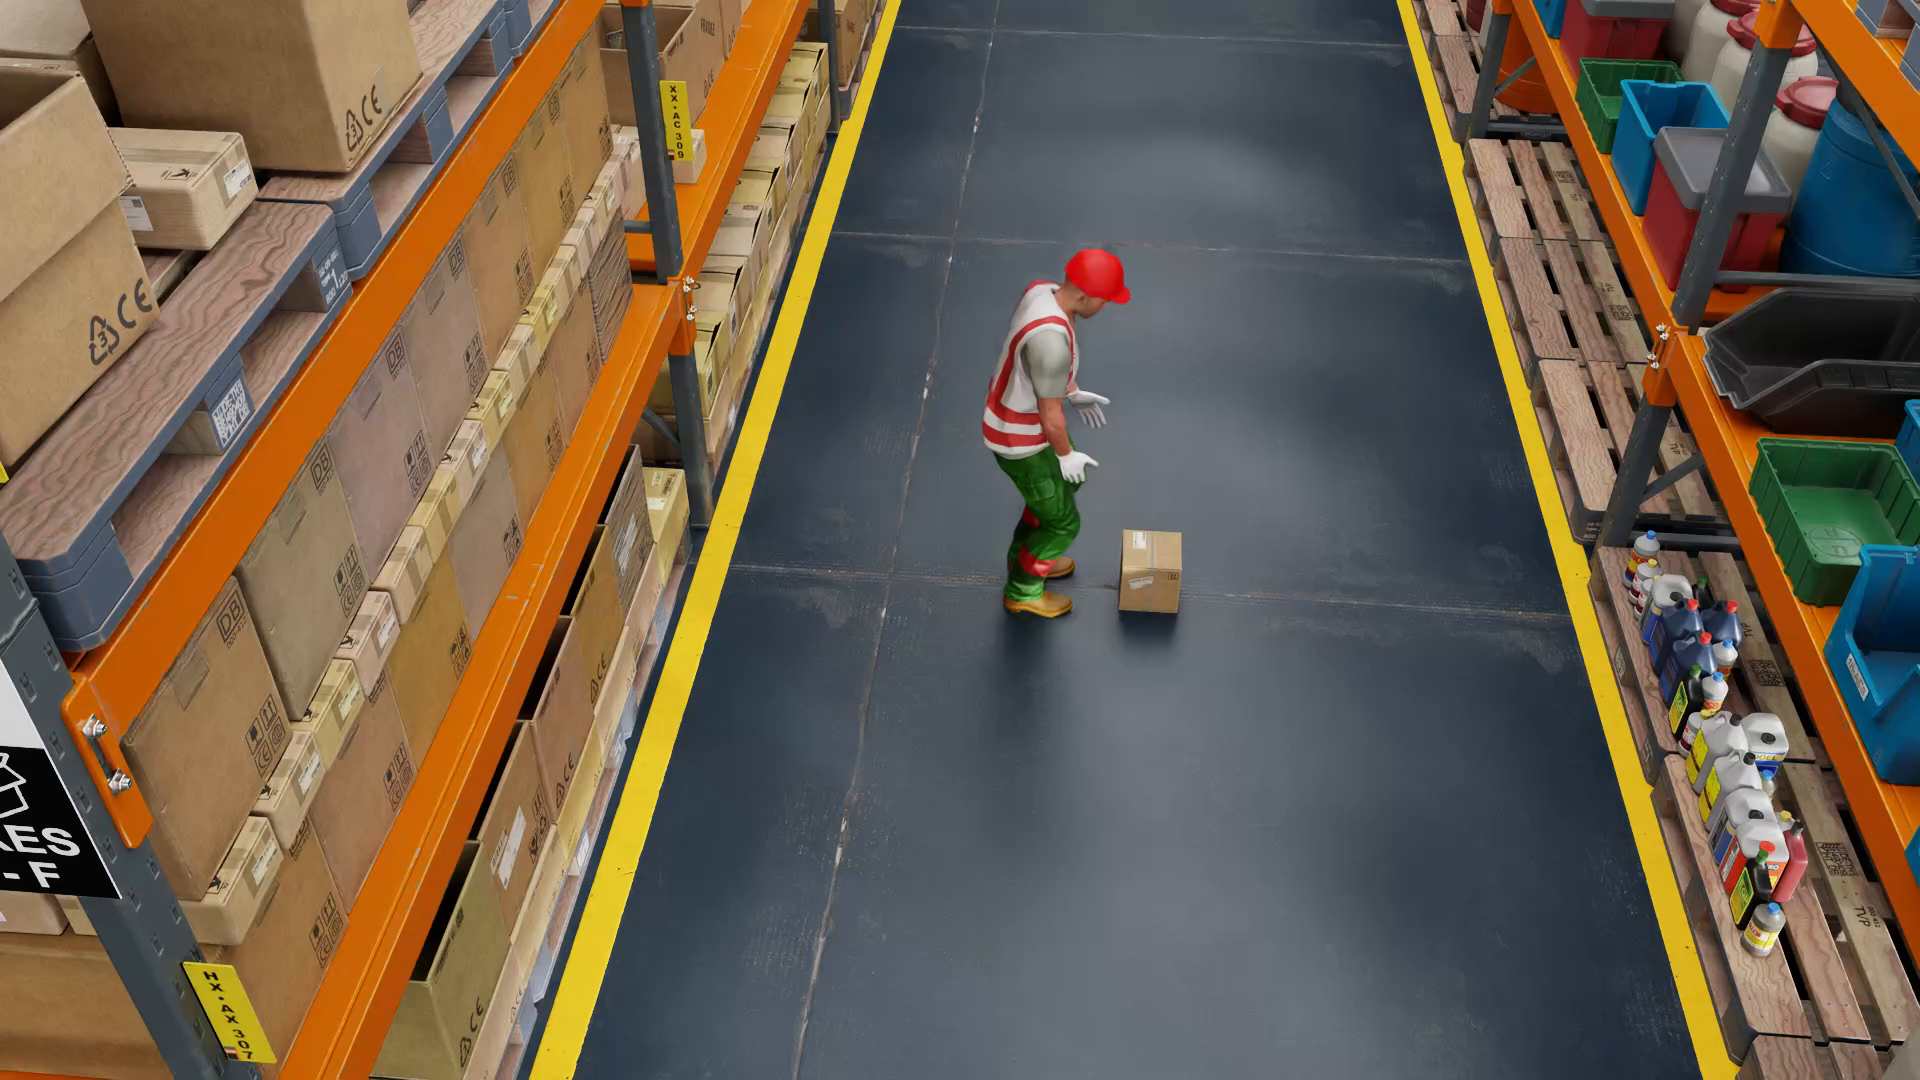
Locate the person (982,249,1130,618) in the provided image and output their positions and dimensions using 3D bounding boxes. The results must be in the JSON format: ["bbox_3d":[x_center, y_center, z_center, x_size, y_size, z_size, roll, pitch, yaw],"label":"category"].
[{"bbox_3d":[0.373,-0.454,6.782,0.558,1.666,0.560,4,40,5],"label":"person"}]
